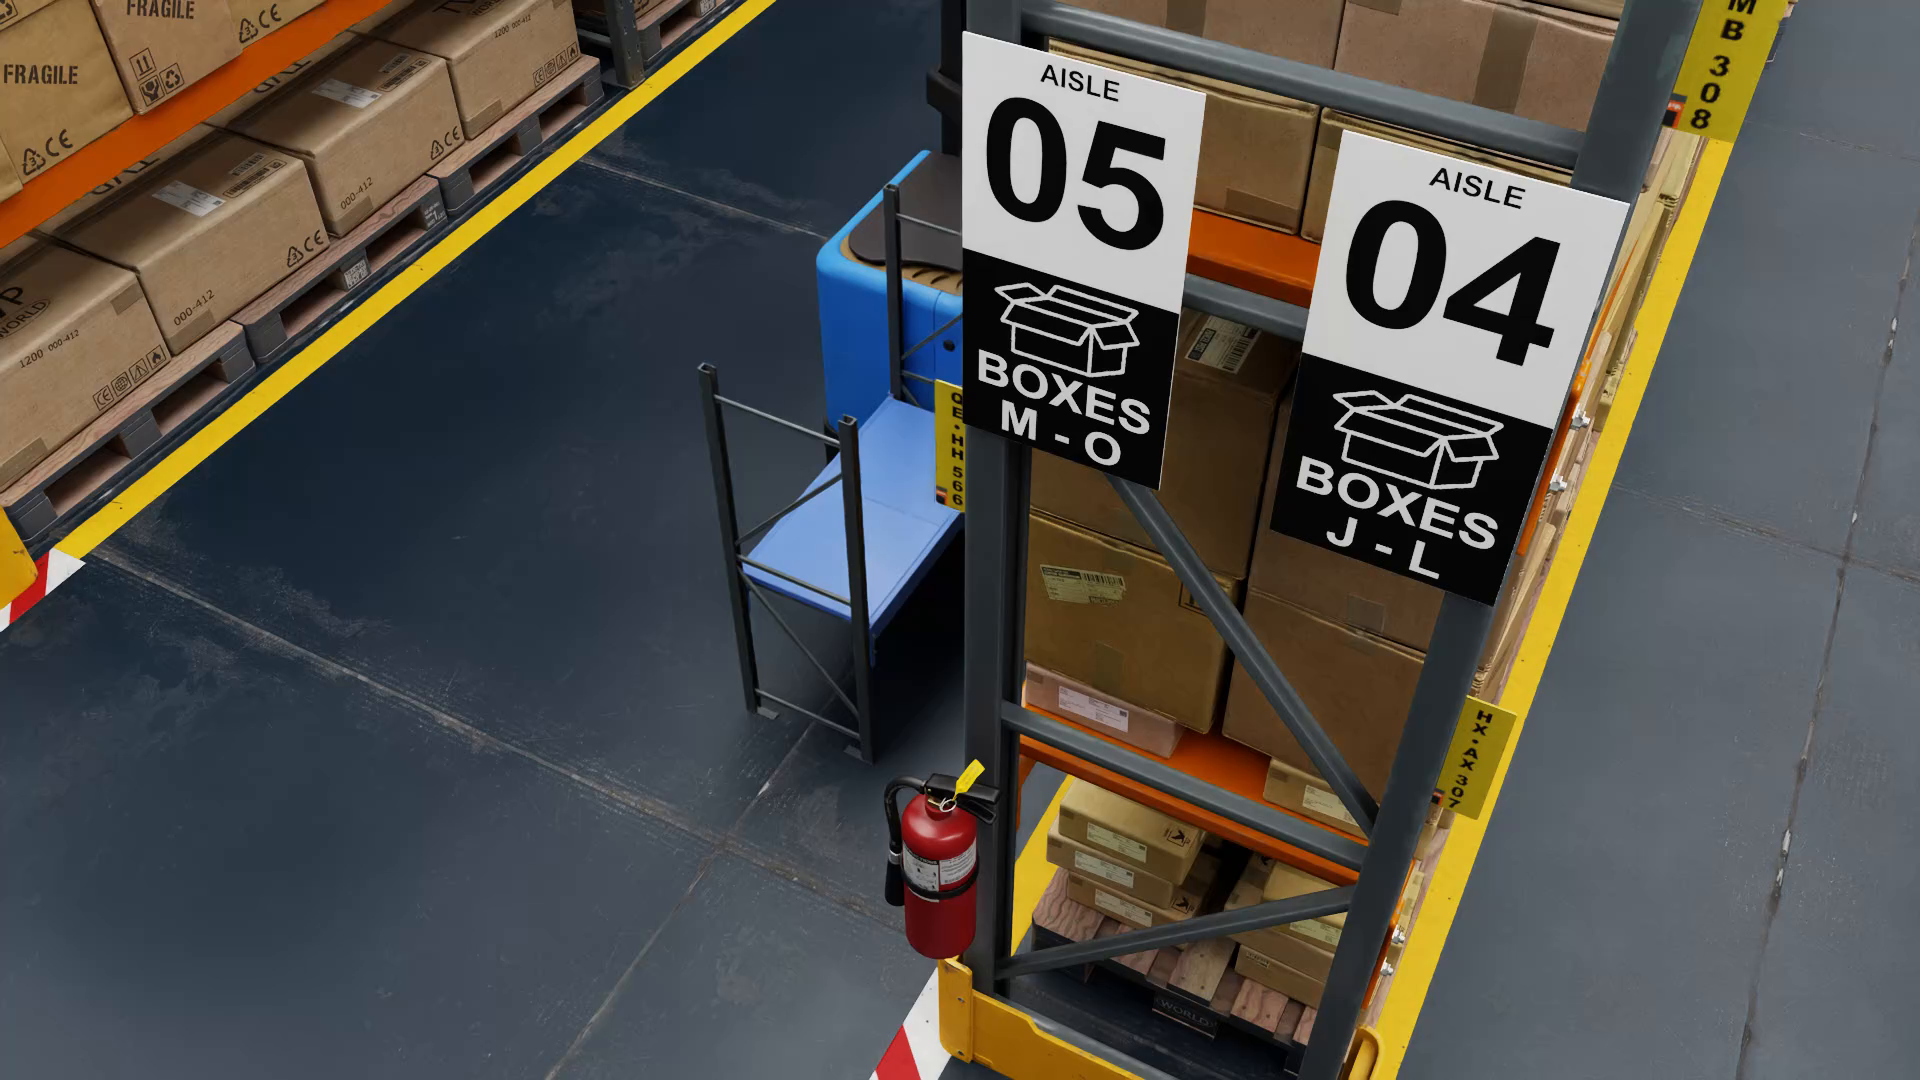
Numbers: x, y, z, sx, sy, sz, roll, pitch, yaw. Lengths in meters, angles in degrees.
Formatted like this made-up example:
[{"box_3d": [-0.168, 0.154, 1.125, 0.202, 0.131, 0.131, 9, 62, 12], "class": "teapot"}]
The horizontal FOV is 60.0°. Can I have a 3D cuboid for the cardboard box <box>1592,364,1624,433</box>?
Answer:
[{"box_3d": [2.248, -0.580, 6.214, 0.380, 0.149, 0.250, 19, 48, 18], "class": "cardboard box"}]

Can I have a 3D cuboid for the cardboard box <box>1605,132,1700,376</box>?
[{"box_3d": [1.412, -0.789, 3.939, 0.500, 0.500, 0.500, 19, 48, 18], "class": "cardboard box"}]

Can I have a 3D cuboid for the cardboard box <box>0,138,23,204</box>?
[{"box_3d": [-3.475, -1.276, 5.332, 0.500, 0.500, 0.500, 20, 49, 19], "class": "cardboard box"}]

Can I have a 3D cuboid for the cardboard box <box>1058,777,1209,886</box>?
[{"box_3d": [0.500, 0.766, 4.675, 0.380, 0.149, 0.250, 21, 49, 19], "class": "cardboard box"}]

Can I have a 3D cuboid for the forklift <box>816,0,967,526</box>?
[{"box_3d": [0.631, -2.012, 6.178, 1.130, 2.935, 3.031, 21, 49, 20], "class": "forklift"}]

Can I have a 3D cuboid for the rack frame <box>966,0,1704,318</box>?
[{"box_3d": [0.479, -1.571, 1.476, 1.000, 3.000, 0.127, 20, 49, 19], "class": "rack frame"}]

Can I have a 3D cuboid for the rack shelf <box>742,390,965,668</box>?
[{"box_3d": [-0.260, -0.065, 5.512, 0.538, 0.185, 1.000, 21, 49, 20], "class": "rack shelf"}]

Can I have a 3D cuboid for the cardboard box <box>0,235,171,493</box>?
[{"box_3d": [-3.734, -0.729, 6.368, 0.875, 0.438, 0.875, 19, 48, 18], "class": "cardboard box"}]

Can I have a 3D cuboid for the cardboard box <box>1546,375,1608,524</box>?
[{"box_3d": [1.397, -0.444, 4.300, 0.500, 0.500, 0.500, 21, 49, 20], "class": "cardboard box"}]

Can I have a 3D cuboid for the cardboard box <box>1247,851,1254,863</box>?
[{"box_3d": [1.055, 0.976, 4.886, 0.380, 0.149, 0.250, 20, 49, 19], "class": "cardboard box"}]

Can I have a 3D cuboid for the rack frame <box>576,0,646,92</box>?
[{"box_3d": [-2.095, -3.553, 7.653, 1.000, 3.000, 0.127, 20, 49, 19], "class": "rack frame"}]

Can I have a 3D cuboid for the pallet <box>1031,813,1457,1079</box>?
[{"box_3d": [0.923, 0.970, 5.143, 1.003, 0.211, 1.213, 20, 49, 19], "class": "pallet"}]

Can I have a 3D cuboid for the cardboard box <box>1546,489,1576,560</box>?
[{"box_3d": [1.975, -0.116, 5.965, 0.380, 0.149, 0.250, 20, 49, 19], "class": "cardboard box"}]

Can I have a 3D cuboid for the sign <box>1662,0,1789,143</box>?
[{"box_3d": [0.960, -0.645, 2.055, 0.100, 0.325, 0.005, 20, 49, 19], "class": "sign"}]

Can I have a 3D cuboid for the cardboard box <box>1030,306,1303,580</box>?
[{"box_3d": [0.471, -0.324, 3.479, 0.500, 0.500, 0.500, 20, 49, 18], "class": "cardboard box"}]

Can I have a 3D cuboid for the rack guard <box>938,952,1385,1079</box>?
[{"box_3d": [0.514, 1.368, 4.546, 1.175, 0.500, 0.348, 20, 49, 19], "class": "rack guard"}]

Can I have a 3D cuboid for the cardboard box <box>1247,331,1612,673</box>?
[{"box_3d": [0.923, -0.149, 3.306, 0.500, 0.500, 0.500, 20, 49, 19], "class": "cardboard box"}]

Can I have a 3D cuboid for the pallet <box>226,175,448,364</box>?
[{"box_3d": [-3.083, -1.348, 7.434, 1.003, 0.211, 1.213, 20, 49, 19], "class": "pallet"}]

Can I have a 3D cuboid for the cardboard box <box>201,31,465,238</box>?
[{"box_3d": [-2.897, -1.876, 7.501, 0.875, 0.438, 0.875, 19, 48, 18], "class": "cardboard box"}]

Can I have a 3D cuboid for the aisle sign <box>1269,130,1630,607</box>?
[{"box_3d": [0.711, -0.231, 2.542, 0.394, 0.787, 0.004, 20, 49, 19], "class": "aisle sign"}]

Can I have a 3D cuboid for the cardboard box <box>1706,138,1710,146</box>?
[{"box_3d": [3.158, -1.963, 7.544, 0.500, 0.500, 0.500, 23, 50, 21], "class": "cardboard box"}]

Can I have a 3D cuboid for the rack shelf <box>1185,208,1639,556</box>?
[{"box_3d": [1.407, -1.524, 4.044, 1.077, 0.370, 4.000, 20, 49, 19], "class": "rack shelf"}]

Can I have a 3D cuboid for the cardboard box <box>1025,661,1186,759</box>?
[{"box_3d": [0.380, 0.327, 3.994, 0.380, 0.149, 0.250, 21, 49, 19], "class": "cardboard box"}]

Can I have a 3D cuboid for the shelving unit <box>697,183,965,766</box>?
[{"box_3d": [-0.260, -0.191, 5.384, 0.538, 1.500, 1.048, 21, 49, 20], "class": "shelving unit"}]

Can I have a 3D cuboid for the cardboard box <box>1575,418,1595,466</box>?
[{"box_3d": [1.975, -0.355, 5.783, 0.380, 0.149, 0.250, 18, 48, 17], "class": "cardboard box"}]

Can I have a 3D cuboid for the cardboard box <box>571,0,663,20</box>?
[{"box_3d": [-1.878, -3.371, 8.671, 0.875, 0.875, 0.875, 22, 49, 20], "class": "cardboard box"}]

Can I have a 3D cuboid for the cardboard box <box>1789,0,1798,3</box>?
[{"box_3d": [2.926, -2.138, 6.136, 0.380, 0.149, 0.250, 18, 48, 17], "class": "cardboard box"}]

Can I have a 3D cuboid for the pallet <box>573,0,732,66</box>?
[{"box_3d": [-1.804, -3.084, 9.150, 1.003, 0.211, 1.213, 20, 49, 19], "class": "pallet"}]

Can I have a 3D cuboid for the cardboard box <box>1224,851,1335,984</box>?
[{"box_3d": [0.950, 1.042, 4.611, 0.380, 0.149, 0.250, 22, 49, 21], "class": "cardboard box"}]

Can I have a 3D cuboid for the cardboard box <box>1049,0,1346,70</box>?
[{"box_3d": [0.467, -1.014, 2.788, 0.500, 0.250, 0.500, 19, 48, 18], "class": "cardboard box"}]

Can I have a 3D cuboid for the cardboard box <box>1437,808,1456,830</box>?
[{"box_3d": [1.275, 0.635, 4.804, 0.380, 0.149, 0.250, 20, 49, 19], "class": "cardboard box"}]

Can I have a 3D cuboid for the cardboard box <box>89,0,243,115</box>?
[{"box_3d": [-3.013, -1.918, 5.967, 0.500, 0.500, 0.500, 20, 49, 19], "class": "cardboard box"}]

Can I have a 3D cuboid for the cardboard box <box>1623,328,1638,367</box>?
[{"box_3d": [2.456, -0.768, 6.610, 0.380, 0.149, 0.250, 21, 49, 20], "class": "cardboard box"}]

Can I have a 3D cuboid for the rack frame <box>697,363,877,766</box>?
[{"box_3d": [-0.502, 0.127, 5.070, 0.500, 1.500, 0.032, 21, 49, 20], "class": "rack frame"}]

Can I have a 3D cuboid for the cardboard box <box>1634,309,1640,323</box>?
[{"box_3d": [2.471, -0.929, 6.559, 0.380, 0.149, 0.250, 21, 49, 20], "class": "cardboard box"}]

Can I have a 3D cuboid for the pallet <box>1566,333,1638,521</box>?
[{"box_3d": [2.055, -0.568, 6.662, 1.003, 0.211, 1.213, 20, 49, 19], "class": "pallet"}]

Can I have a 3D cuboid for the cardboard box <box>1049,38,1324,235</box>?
[{"box_3d": [0.456, -0.838, 2.966, 0.500, 0.250, 0.500, 19, 48, 18], "class": "cardboard box"}]

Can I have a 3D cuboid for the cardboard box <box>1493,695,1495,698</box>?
[{"box_3d": [1.173, 0.204, 4.116, 0.380, 0.149, 0.250, 19, 48, 18], "class": "cardboard box"}]

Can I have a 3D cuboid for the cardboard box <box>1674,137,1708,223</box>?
[{"box_3d": [2.119, -1.397, 5.243, 0.500, 0.500, 0.500, 19, 48, 18], "class": "cardboard box"}]

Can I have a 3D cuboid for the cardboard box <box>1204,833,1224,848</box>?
[{"box_3d": [0.640, 0.714, 4.936, 0.380, 0.149, 0.250, 19, 48, 18], "class": "cardboard box"}]
